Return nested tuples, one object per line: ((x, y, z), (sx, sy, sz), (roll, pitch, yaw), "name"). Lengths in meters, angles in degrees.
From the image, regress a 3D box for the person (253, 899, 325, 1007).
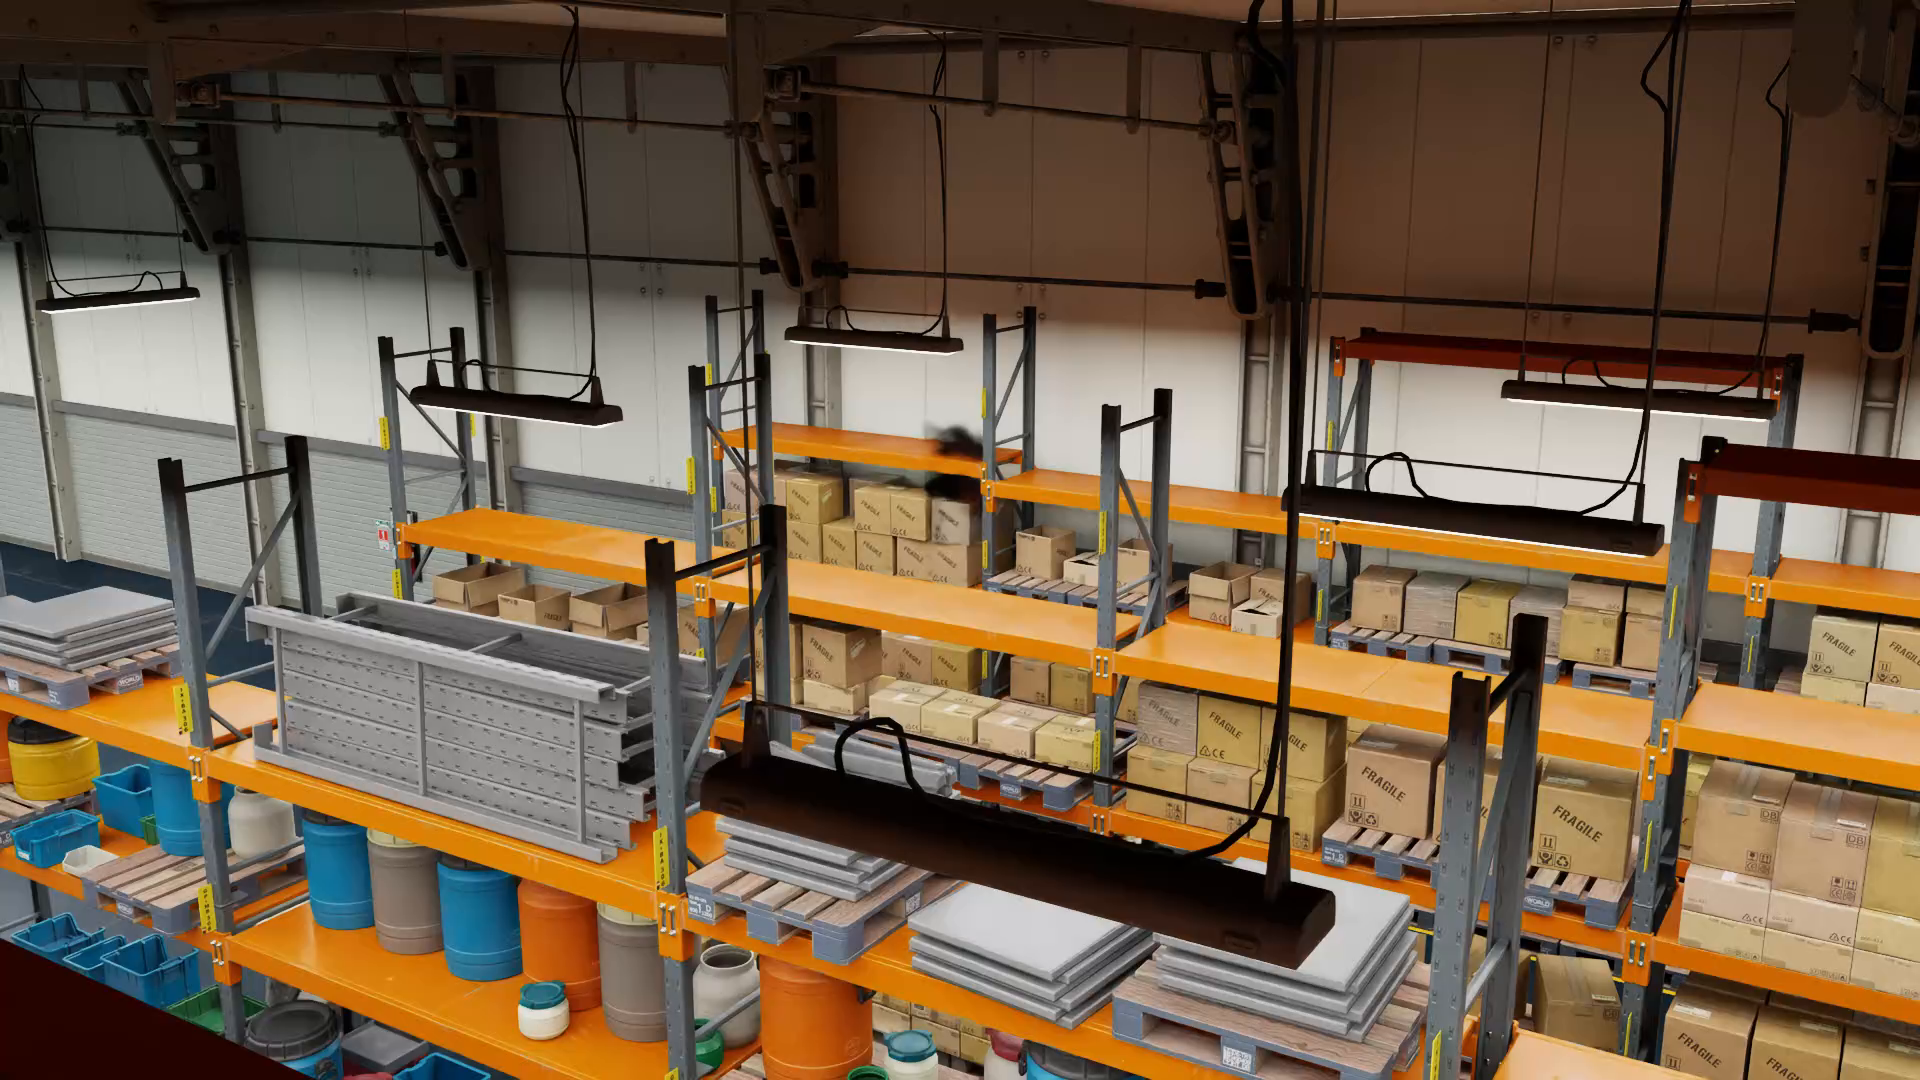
((-5.942, 3.690, 14.787), (1.046, 1.752, 0.700), (3, 14, 12), "person")

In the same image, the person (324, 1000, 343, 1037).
((-5.246, 3.905, 14.189), (0.525, 1.564, 0.545), (10, 17, 35), "person")

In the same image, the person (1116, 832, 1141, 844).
((1.516, 3.358, 15.479), (0.780, 1.744, 0.682), (9, 16, 32), "person")
